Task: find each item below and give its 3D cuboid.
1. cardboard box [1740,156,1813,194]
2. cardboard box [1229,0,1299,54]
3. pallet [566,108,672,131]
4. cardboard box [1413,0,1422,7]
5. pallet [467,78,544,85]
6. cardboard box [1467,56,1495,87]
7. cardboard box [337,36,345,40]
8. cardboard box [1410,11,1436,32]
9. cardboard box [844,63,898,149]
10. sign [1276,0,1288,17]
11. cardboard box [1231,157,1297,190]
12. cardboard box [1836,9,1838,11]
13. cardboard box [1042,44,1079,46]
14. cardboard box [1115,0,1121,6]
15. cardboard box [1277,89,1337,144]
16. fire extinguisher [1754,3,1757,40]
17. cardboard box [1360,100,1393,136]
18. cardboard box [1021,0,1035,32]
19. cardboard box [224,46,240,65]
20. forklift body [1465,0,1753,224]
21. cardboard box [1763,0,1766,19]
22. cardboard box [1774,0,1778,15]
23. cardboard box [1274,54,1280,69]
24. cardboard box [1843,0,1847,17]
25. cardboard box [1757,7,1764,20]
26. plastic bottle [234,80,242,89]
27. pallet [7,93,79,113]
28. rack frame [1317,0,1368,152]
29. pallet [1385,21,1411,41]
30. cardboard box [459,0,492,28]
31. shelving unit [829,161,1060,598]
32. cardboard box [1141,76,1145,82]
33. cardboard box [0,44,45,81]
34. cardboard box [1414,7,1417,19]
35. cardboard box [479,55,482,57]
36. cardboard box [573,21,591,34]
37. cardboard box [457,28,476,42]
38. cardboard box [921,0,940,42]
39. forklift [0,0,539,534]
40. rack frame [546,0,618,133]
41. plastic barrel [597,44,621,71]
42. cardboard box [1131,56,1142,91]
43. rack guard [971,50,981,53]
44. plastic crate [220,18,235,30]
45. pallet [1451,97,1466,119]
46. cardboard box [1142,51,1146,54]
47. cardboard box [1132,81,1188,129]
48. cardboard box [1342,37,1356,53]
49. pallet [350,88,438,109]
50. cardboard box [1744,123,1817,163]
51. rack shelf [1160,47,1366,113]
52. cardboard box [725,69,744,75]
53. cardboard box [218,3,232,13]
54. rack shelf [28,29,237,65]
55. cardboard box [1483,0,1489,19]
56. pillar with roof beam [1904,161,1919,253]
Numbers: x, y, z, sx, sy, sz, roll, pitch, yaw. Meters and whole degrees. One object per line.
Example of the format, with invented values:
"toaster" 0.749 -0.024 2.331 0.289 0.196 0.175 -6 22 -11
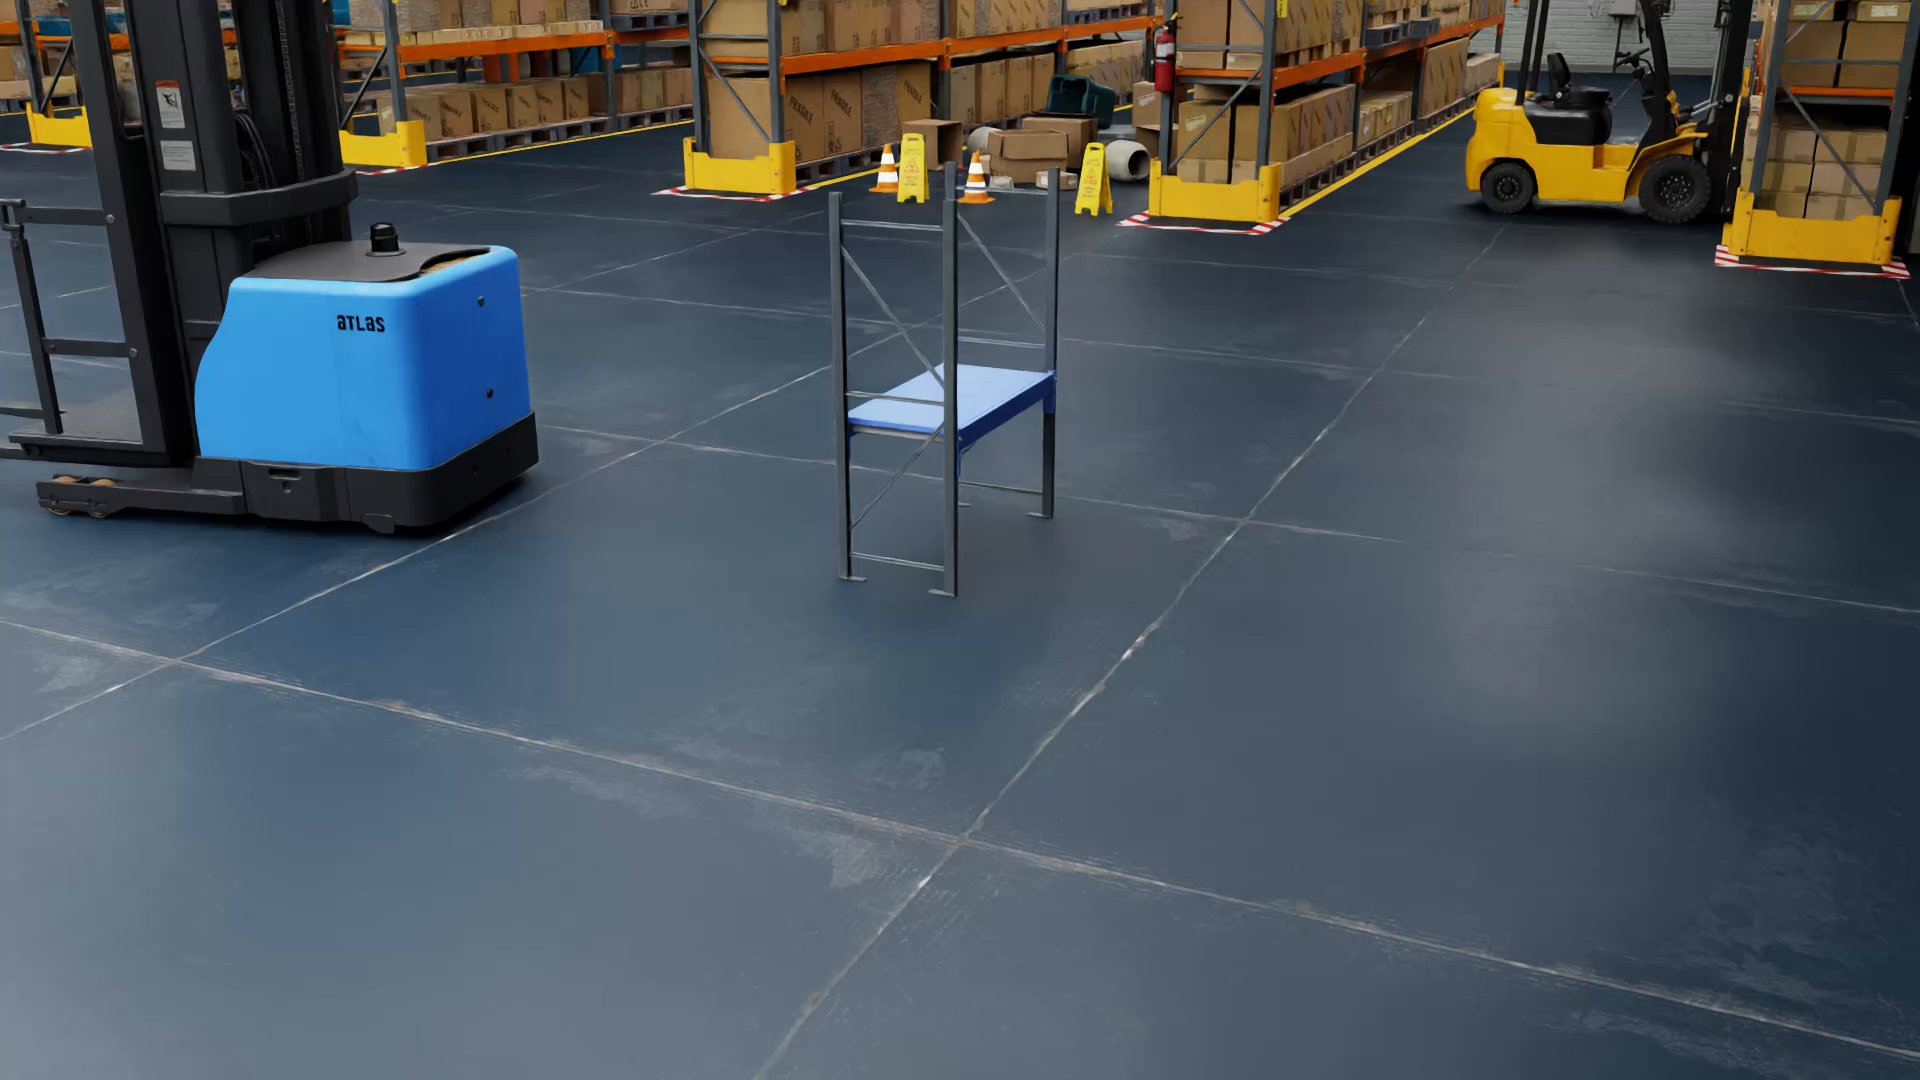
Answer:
"cardboard box" 6.752 -3.036 13.759 0.500 0.250 0.500 8 21 22
"cardboard box" 2.754 -4.680 15.059 0.500 0.500 0.500 8 21 22
"pallet" -4.778 -5.893 23.224 1.003 0.211 1.213 9 21 23
"cardboard box" 5.449 -6.880 20.618 0.500 0.500 0.500 8 21 22
"pallet" -7.691 -7.804 28.597 1.003 0.211 1.213 9 21 23
"cardboard box" 8.313 -7.771 27.542 0.875 0.438 0.875 9 22 24
"cardboard box" -11.891 -9.584 31.396 0.500 0.250 0.500 8 21 22
"cardboard box" 6.013 -6.876 22.051 0.500 0.250 0.500 8 21 22
"cardboard box" -1.299 -4.995 19.082 0.875 0.875 0.875 9 21 23
"sign" 2.803 -4.720 14.471 0.100 0.325 0.005 9 21 23
"cardboard box" 2.890 -3.497 15.802 0.500 0.250 0.500 8 21 22
"cardboard box" 8.331 -4.650 15.418 0.500 0.500 0.500 9 21 23
"cardboard box" 1.486 -7.408 25.306 0.500 0.250 0.500 9 22 24
"cardboard box" 2.261 -8.316 25.623 0.380 0.149 0.250 8 21 20
"cardboard box" 3.533 -4.335 17.039 0.500 0.500 0.500 10 22 26
"fire extinguisher" 13.028 -8.493 27.047 0.296 0.674 0.183 9 21 23
"cardboard box" 4.732 -5.162 20.303 0.950 0.372 0.625 9 22 24
"cardboard box" 0.676 -7.047 22.159 0.500 0.500 0.500 8 21 22
"cardboard box" -12.690 -8.365 28.653 0.500 0.311 0.500 8 21 22
"forklift body" 5.950 -4.136 15.389 2.313 2.155 1.214 9 21 23
"cardboard box" 9.686 -6.218 19.454 0.500 0.250 0.500 9 21 23
"cardboard box" 7.227 -4.599 14.306 0.380 0.149 0.250 9 21 23
"cardboard box" 2.726 -4.422 15.302 0.380 0.149 0.250 9 21 24
"cardboard box" 7.366 -4.288 13.432 0.380 0.149 0.250 8 21 22
"cardboard box" 10.032 -6.485 20.474 0.380 0.149 0.250 9 21 24
"plastic bottle" -10.323 -6.418 23.834 0.144 0.351 0.185 9 22 24
"pallet" -14.496 -6.778 25.712 1.003 0.211 1.213 9 21 23
"rack frame" 3.945 -5.609 18.264 1.000 3.000 0.127 9 21 23
"pallet" 4.810 -6.130 20.017 1.003 0.211 1.213 9 21 23
"cardboard box" -6.144 -6.414 19.934 0.875 0.500 0.500 9 21 23
"shelving unit" -0.035 -0.681 6.644 0.538 1.500 1.048 9 21 23
"cardboard box" 3.106 -7.625 27.559 0.380 0.149 0.250 8 21 20
"cardboard box" -14.338 -7.262 25.269 0.500 0.500 0.500 9 21 23
"cardboard box" 5.447 -6.528 20.596 0.380 0.149 0.250 7 21 20
"cardboard box" -10.091 -10.381 34.750 0.797 0.503 0.637 9 21 23
"cardboard box" -5.027 -6.669 21.620 0.380 0.149 0.250 9 21 23
"cardboard box" -5.971 -5.985 19.696 0.380 0.149 0.250 9 21 23
"cardboard box" -0.752 -6.213 19.740 0.875 0.550 0.550 9 21 23
"forklift" -3.545 -1.644 7.217 3.031 2.935 1.130 4 20 12
"rack frame" -5.096 -6.969 22.087 1.000 3.000 0.127 9 21 23
"plastic barrel" -6.577 -9.139 30.695 0.600 0.901 0.708 9 21 23
"cardboard box" 2.591 -7.462 26.578 0.500 0.500 0.500 8 21 22
"rack guard" -0.172 -9.467 32.841 1.175 0.500 0.348 9 21 23
"plastic crate" -10.048 -6.993 22.549 0.530 0.136 0.437 9 21 23
"pallet" 6.974 -6.494 24.915 1.003 0.211 1.213 9 21 23
"cardboard box" 3.039 -8.391 28.826 0.380 0.149 0.250 8 21 21
"cardboard box" 2.309 -5.023 19.216 0.500 0.500 0.500 9 21 23
"cardboard box" 3.996 -5.273 17.695 0.380 0.149 0.250 9 22 24
"pallet" -8.830 -6.954 26.208 1.003 0.211 1.213 9 21 23
"cardboard box" 6.741 -3.263 13.652 0.500 0.250 0.500 9 22 25
"rack shelf" 3.126 -4.659 16.665 1.077 0.370 4.000 9 21 23
"cardboard box" -3.714 -7.013 25.287 0.700 0.500 0.500 7 21 20
"cardboard box" -12.610 -9.121 28.513 0.380 0.149 0.250 9 21 23
"rack shelf" -10.433 -6.698 22.399 1.077 0.370 4.000 9 21 23
"cardboard box" 8.072 -8.513 26.282 0.500 0.500 0.500 9 21 23
"pillar with roof beam" 4.017 -7.213 13.820 9.100 9.000 0.400 9 21 23
